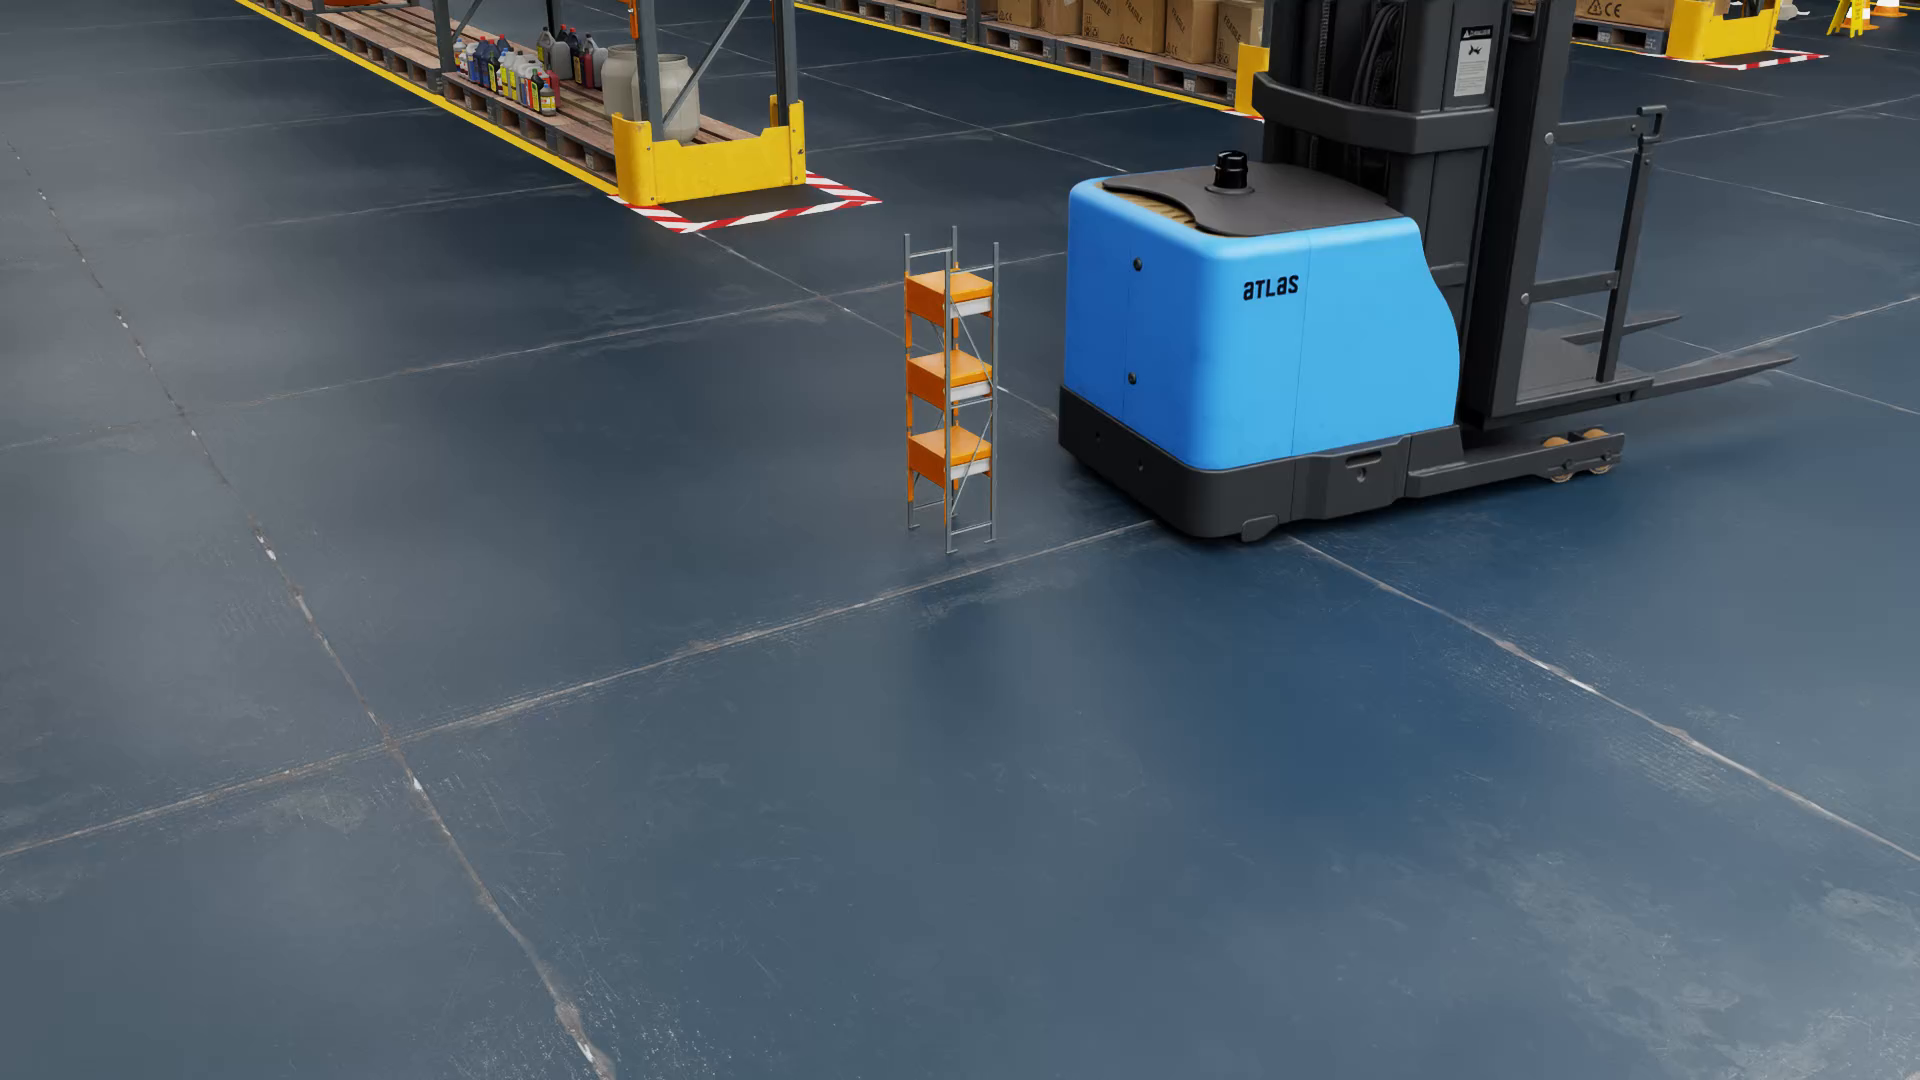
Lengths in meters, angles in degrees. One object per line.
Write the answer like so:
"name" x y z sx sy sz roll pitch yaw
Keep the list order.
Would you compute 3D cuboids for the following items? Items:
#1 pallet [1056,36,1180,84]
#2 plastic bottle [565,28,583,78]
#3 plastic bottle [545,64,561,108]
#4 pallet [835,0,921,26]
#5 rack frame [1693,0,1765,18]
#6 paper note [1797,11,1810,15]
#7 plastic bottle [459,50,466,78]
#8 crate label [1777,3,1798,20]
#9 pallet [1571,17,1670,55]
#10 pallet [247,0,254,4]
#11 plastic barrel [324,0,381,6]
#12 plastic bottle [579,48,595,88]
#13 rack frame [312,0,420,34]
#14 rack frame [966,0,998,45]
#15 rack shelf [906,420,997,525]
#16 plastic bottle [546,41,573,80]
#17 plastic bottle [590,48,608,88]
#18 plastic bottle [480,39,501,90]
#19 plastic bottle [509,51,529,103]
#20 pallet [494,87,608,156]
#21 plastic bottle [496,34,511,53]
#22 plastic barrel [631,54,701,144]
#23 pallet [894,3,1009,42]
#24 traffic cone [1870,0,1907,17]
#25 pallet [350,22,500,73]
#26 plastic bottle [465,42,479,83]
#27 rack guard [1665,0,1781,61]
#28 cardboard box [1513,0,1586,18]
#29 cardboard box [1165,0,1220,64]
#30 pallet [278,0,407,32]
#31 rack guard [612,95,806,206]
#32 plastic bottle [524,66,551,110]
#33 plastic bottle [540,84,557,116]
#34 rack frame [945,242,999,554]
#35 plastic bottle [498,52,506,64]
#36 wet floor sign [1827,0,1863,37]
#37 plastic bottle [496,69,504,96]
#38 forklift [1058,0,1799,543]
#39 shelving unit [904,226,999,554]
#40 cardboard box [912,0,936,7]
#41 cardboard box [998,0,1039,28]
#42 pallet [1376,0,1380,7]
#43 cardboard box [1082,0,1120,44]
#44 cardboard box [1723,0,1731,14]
"pallet" 1.577 -4.188 14.374 1.003 0.211 1.213 -16 29 -30
"plastic bottle" -2.942 -3.733 12.731 0.144 0.351 0.185 -17 30 -32
"plastic bottle" -2.852 -3.180 11.638 0.061 0.283 0.133 -16 29 -30
"pallet" -0.586 -5.572 17.305 1.003 0.211 1.213 -16 29 -30
"rack frame" 6.905 -5.807 14.537 1.000 3.000 0.127 -16 29 -30
"paper note" 8.813 -5.528 17.424 0.142 0.019 0.148 18 31 33
"plastic bottle" -3.777 -3.644 12.719 0.097 0.201 0.097 0 25 0
"crate label" 8.456 -5.441 17.116 0.298 0.136 0.250 12 28 24
"pallet" 6.403 -4.813 15.699 1.003 0.211 1.213 -16 29 -30
"pallet" -7.620 -6.278 18.802 1.003 0.211 1.213 -16 29 -30
"plastic barrel" -6.104 -5.774 16.517 0.600 0.830 0.708 -16 29 -30
"plastic bottle" -2.769 -3.503 12.322 0.061 0.283 0.133 -16 29 -30
"rack frame" -5.823 -6.394 15.781 1.000 3.000 0.127 -16 29 -30
"rack frame" 0.510 -6.118 15.195 1.000 3.000 0.127 -16 29 -30
"rack shelf" -0.029 -0.233 5.690 0.215 0.259 0.240 -16 29 -30
"plastic bottle" -3.052 -3.655 12.654 0.152 0.276 0.135 -16 29 -30
"plastic bottle" -2.680 -3.524 12.377 0.152 0.276 0.135 -15 29 -29
"plastic bottle" -3.444 -3.511 12.262 0.144 0.351 0.185 -17 30 -32
"plastic bottle" -3.110 -3.293 11.799 0.144 0.351 0.185 -14 29 -27
"pallet" -2.638 -3.016 11.891 1.003 0.211 1.213 -16 29 -30
"plastic bottle" -3.426 -3.613 12.477 0.144 0.351 0.185 -16 29 -30
"plastic barrel" -1.879 -2.815 10.622 0.421 0.512 0.421 0 25 0
"pallet" 0.084 -5.135 16.380 1.003 0.211 1.213 -16 29 -30
"traffic cone" 9.681 -5.702 17.287 0.336 0.463 0.334 -16 29 -30
"pallet" -4.771 -4.411 14.847 1.003 0.211 1.213 -16 29 -30
"plastic bottle" -3.633 -3.605 12.548 0.152 0.276 0.135 -14 29 -28
"rack guard" 6.918 -4.668 15.052 1.175 0.500 0.348 -16 29 -30
"cardboard box" 5.997 -5.577 16.047 0.875 0.875 0.875 -16 30 -30
"cardboard box" 2.012 -4.180 13.526 0.500 0.500 0.500 -8 26 -16
"pallet" -6.288 -5.405 16.953 1.003 0.211 1.213 -16 29 -30
"rack guard" -1.537 -2.418 10.288 1.175 0.500 0.348 -16 29 -30
"plastic bottle" -2.940 -3.151 11.587 0.152 0.276 0.135 -15 29 -29
"plastic bottle" -2.826 -3.021 11.398 0.097 0.201 0.097 0 25 0
"rack frame" 0.037 -0.450 5.474 0.200 1.050 0.008 -16 29 -30
"plastic bottle" -3.332 -3.432 12.186 0.097 0.271 0.097 0 25 0
"wet floor sign" 8.580 -5.193 15.995 0.267 0.644 0.232 -22 33 -38
"plastic bottle" -3.309 -3.337 12.068 0.097 0.201 0.097 0 25 0
"forklift" 1.935 -1.731 5.983 3.031 2.935 1.130 -11 28 -23
"shelving unit" -0.029 -0.494 5.566 0.215 1.050 0.252 -16 29 -30
"cardboard box" -0.051 -5.586 16.481 0.700 0.500 0.500 -16 29 -30
"cardboard box" 0.695 -5.025 15.316 0.500 0.500 0.500 -17 30 -31
"pallet" 5.071 -5.686 17.548 1.003 0.211 1.213 -16 29 -30
"cardboard box" 1.419 -4.618 14.455 0.500 0.500 0.500 -19 31 -34
"cardboard box" 7.917 -5.906 17.671 0.637 0.503 0.797 7 26 15
